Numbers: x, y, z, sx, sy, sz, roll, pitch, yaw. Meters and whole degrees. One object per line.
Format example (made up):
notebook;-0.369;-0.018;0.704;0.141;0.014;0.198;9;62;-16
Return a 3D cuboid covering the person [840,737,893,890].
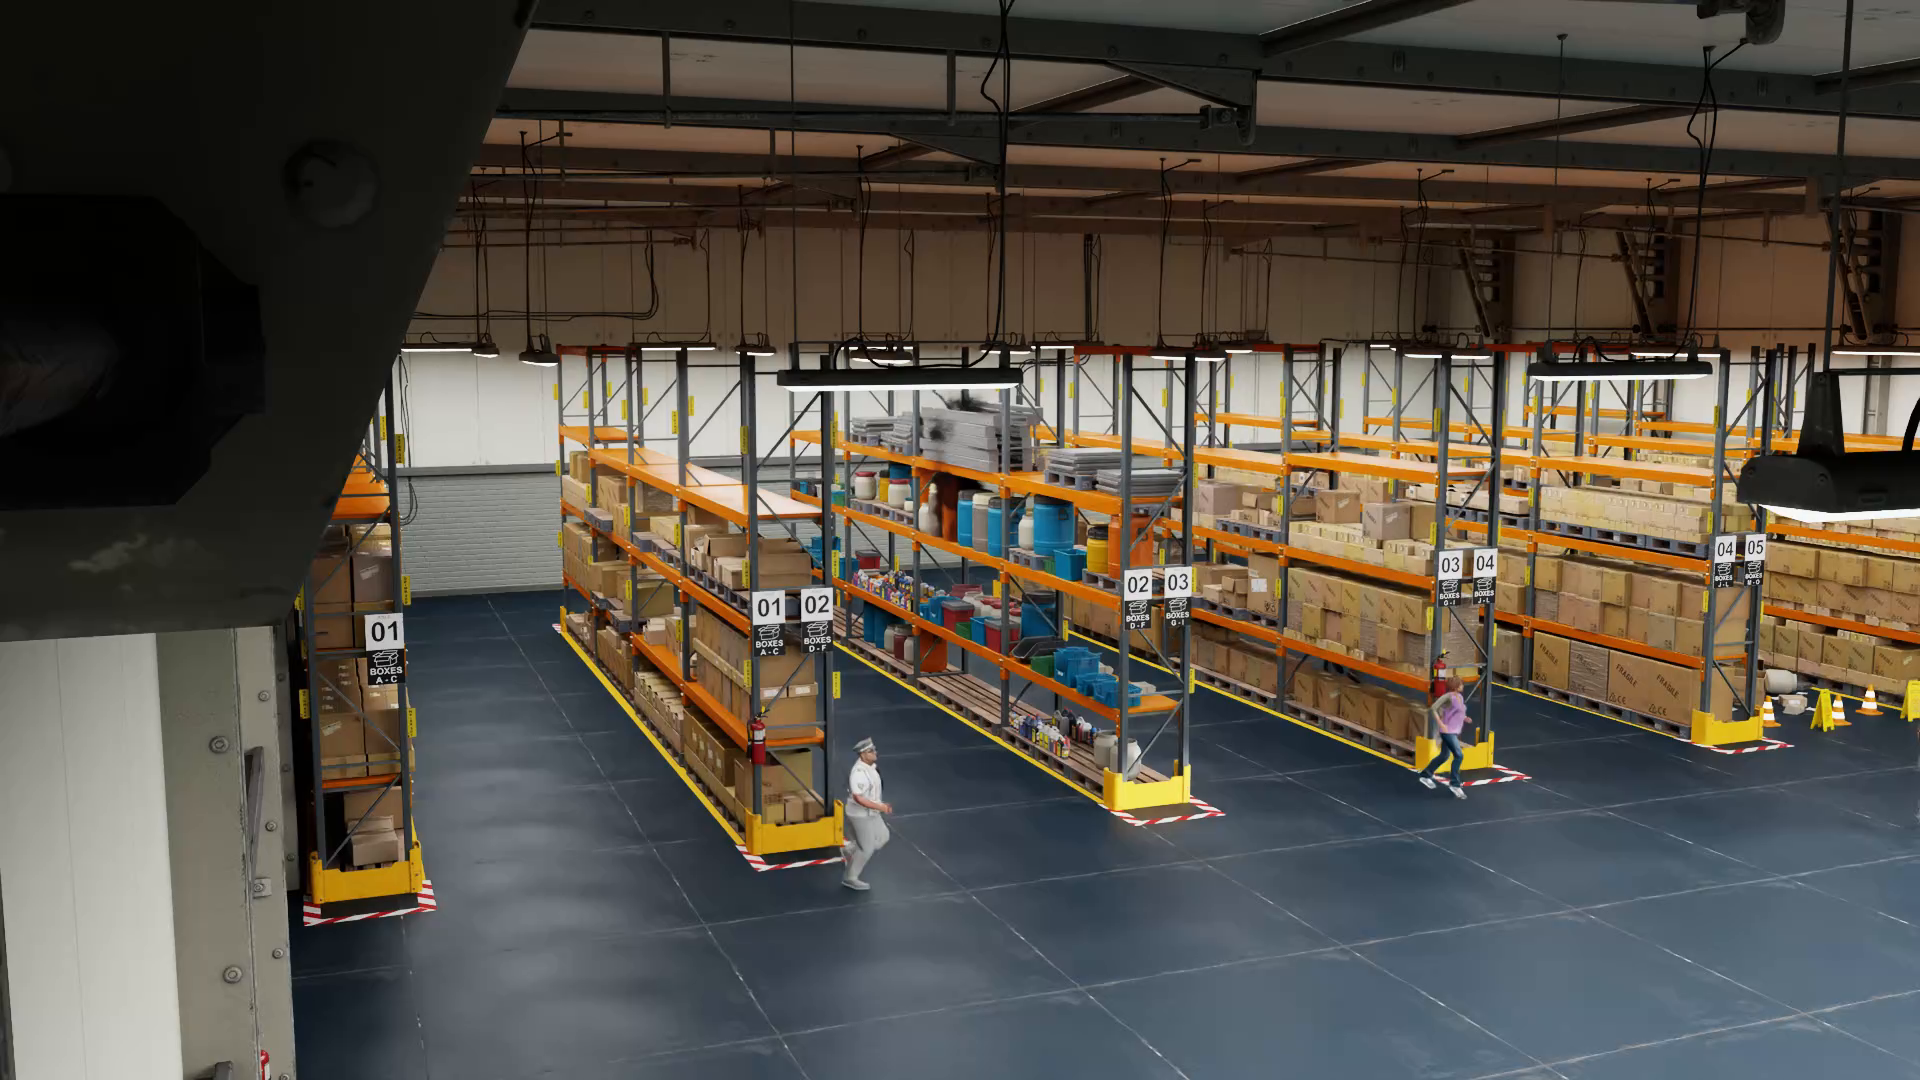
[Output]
person;-1.060;3.086;18.902;0.658;1.749;0.698;1;7;10

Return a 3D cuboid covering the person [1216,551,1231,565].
person;6.625;0.244;41.787;0.659;1.622;0.751;3;8;25

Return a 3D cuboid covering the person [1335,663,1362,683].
person;7.039;1.722;29.849;0.665;1.680;0.583;-5;9;-32

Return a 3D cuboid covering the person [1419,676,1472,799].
person;6.692;2.668;22.787;0.688;1.619;0.522;5;9;33
